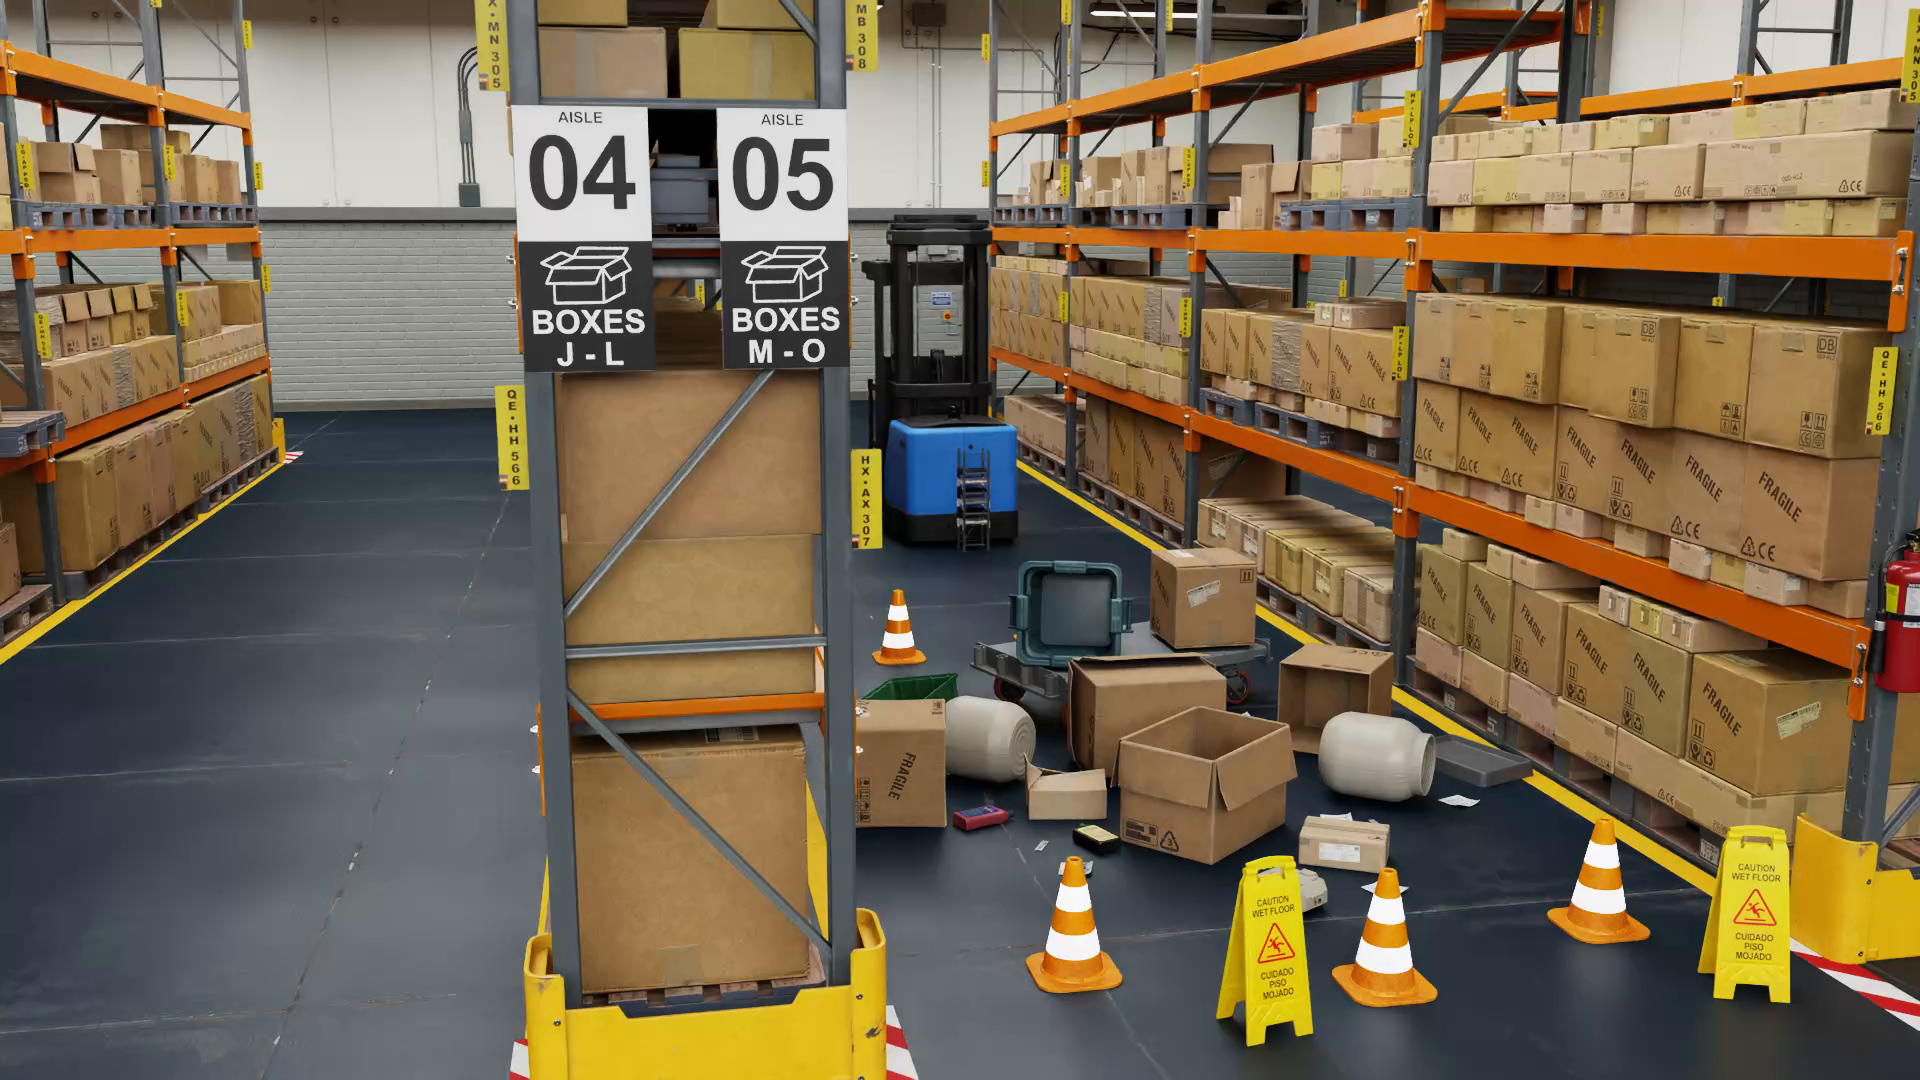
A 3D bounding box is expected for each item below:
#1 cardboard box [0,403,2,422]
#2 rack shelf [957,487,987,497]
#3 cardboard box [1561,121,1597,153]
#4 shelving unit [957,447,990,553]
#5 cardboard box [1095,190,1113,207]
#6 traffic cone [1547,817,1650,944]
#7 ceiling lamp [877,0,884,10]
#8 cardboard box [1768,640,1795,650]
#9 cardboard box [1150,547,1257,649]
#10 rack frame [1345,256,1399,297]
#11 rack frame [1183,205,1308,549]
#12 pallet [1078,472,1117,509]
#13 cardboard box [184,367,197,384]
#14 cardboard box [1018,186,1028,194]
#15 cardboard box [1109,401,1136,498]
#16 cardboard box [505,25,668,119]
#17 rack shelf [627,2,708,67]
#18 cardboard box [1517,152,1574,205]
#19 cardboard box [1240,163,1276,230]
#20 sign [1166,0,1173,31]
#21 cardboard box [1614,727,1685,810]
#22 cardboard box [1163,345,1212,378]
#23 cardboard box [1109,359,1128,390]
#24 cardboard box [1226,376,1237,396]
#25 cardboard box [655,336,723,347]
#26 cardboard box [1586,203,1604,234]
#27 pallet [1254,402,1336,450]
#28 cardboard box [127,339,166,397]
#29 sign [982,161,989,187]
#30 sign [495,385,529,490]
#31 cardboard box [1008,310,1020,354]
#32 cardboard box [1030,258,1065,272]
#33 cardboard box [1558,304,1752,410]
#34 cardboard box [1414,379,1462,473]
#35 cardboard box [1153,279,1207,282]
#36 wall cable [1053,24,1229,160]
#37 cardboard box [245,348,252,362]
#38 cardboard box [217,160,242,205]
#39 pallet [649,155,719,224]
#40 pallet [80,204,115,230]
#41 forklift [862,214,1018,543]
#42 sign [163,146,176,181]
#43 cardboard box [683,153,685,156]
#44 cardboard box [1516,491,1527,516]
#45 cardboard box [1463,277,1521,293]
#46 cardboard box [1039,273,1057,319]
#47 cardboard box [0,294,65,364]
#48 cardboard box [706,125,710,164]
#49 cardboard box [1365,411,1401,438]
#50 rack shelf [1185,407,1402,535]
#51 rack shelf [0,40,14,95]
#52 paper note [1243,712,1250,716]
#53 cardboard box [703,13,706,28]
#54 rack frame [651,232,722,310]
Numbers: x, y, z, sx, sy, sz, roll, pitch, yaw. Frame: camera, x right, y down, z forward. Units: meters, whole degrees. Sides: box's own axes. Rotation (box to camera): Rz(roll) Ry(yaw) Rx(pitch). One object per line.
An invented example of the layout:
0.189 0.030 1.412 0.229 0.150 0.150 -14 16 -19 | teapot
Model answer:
-6.939 -1.014 11.162 0.700 0.500 0.500 0 11 -3 | cardboard box
0.119 -0.411 14.701 0.258 0.077 0.200 -3 11 -14 | rack shelf
3.257 -2.017 8.340 0.380 0.149 0.250 -2 11 -12 | cardboard box
0.119 -0.356 14.711 0.258 0.900 0.210 -3 11 -14 | shelving unit
1.555 -3.369 16.406 0.380 0.166 0.250 -3 11 -15 | cardboard box
2.638 1.367 6.832 0.336 0.463 0.334 -2 11 -11 | traffic cone
-2.026 -9.001 22.861 2.000 3.185 0.800 -2 11 -11 | ceiling lamp
3.990 0.670 7.931 0.500 0.500 0.500 -3 11 -13 | cardboard box
1.468 0.345 10.075 0.500 0.500 0.500 -2 11 -11 | cardboard box
5.743 -2.963 22.797 1.000 3.000 0.127 -2 11 -11 | rack frame
2.431 -1.315 14.136 1.000 3.000 0.127 -2 11 -11 | rack frame
1.877 -0.540 17.522 1.003 0.211 1.213 -2 11 -11 | pallet
-7.799 -1.631 16.469 0.380 0.149 0.250 -2 11 -11 | cardboard box
1.050 -4.358 21.113 0.500 0.250 0.500 -3 11 -16 | cardboard box
2.035 -0.935 16.699 0.875 0.875 0.875 -2 11 -9 | cardboard box
-1.219 -1.530 5.459 0.500 0.250 0.500 -2 11 -10 | cardboard box
-2.016 -3.147 10.709 1.077 0.370 4.000 -2 11 -11 | rack shelf
3.220 -1.850 8.531 0.500 0.250 0.500 -2 11 -10 | cardboard box
2.605 -2.663 12.931 0.700 0.500 0.500 -2 11 -11 | cardboard box
2.183 -5.515 17.450 0.100 0.325 0.005 -2 11 -11 | sign
3.472 1.063 7.873 0.500 0.250 0.500 -2 11 -11 | cardboard box
2.087 -1.566 14.521 0.500 0.250 0.500 -2 11 -11 | cardboard box
1.754 -1.603 16.051 0.500 0.250 0.500 -2 11 -12 | cardboard box
2.342 -1.226 13.220 0.380 0.149 0.250 -3 11 -15 | cardboard box
-1.057 -0.528 6.712 0.875 0.550 0.550 -2 11 -11 | cardboard box
3.328 -1.582 8.189 0.380 0.149 0.250 -2 11 -11 | cardboard box
2.856 -0.859 12.254 1.003 0.211 1.213 -2 11 -11 | pallet
-7.620 -1.570 15.211 0.500 0.500 0.500 -2 11 -9 | cardboard box
0.329 -4.705 21.375 0.100 0.325 0.005 -2 11 -11 | sign
-1.384 -0.317 5.163 0.100 0.325 0.005 -2 11 -11 | sign
0.893 -2.547 20.342 0.500 0.500 0.500 -2 11 -11 | cardboard box
1.031 -3.234 19.541 0.380 0.149 0.250 -2 11 -11 | cardboard box
3.421 -0.899 8.215 0.700 0.500 0.500 -2 11 -11 | cardboard box
3.021 -0.686 9.767 0.500 0.500 0.500 -2 11 -11 | cardboard box
2.173 -2.328 16.515 0.500 0.500 0.500 -2 11 -9 | cardboard box
2.970 -6.902 27.345 2.988 3.039 0.133 -2 11 -11 | wall cable
-8.306 -2.105 18.960 0.380 0.149 0.250 -2 11 -10 | cardboard box
-8.692 -4.106 19.122 0.700 0.500 0.500 -3 11 -14 | cardboard box
-1.004 -1.215 5.825 1.003 0.211 1.213 -2 11 -11 | pallet
-7.688 -2.656 13.667 1.003 0.211 1.213 -2 11 -8 | pallet
-0.327 -1.646 16.058 1.130 2.935 3.031 -3 11 -14 | forklift
-7.538 -3.592 15.852 0.100 0.325 0.005 -2 11 -11 | sign
-1.243 -1.933 8.643 0.380 0.149 0.250 -2 11 -11 | cardboard box
3.233 -0.202 8.961 0.380 0.149 0.250 -2 11 -11 | cardboard box
6.492 -2.953 20.344 0.500 0.500 0.500 -2 11 -13 | cardboard box
1.199 -2.759 18.780 0.500 0.500 0.500 -2 11 -12 | cardboard box
-7.416 -1.631 12.847 0.797 0.503 0.637 -2 11 -9 | cardboard box
-0.750 -1.468 6.201 0.380 0.149 0.250 -2 11 -11 | cardboard box
2.838 -0.748 10.709 0.380 0.149 0.250 -2 11 -10 | cardboard box
2.820 -0.595 12.276 1.077 0.370 4.000 -2 11 -11 | rack shelf
-6.901 -2.985 9.859 1.077 0.370 4.000 -2 11 -11 | rack shelf
1.638 1.037 9.722 0.148 0.019 0.142 -2 11 -11 | paper note
-0.748 -1.858 6.118 0.380 0.149 0.250 -2 11 -10 | cardboard box
-1.627 -0.383 9.238 1.000 3.000 0.127 -2 11 -11 | rack frame
